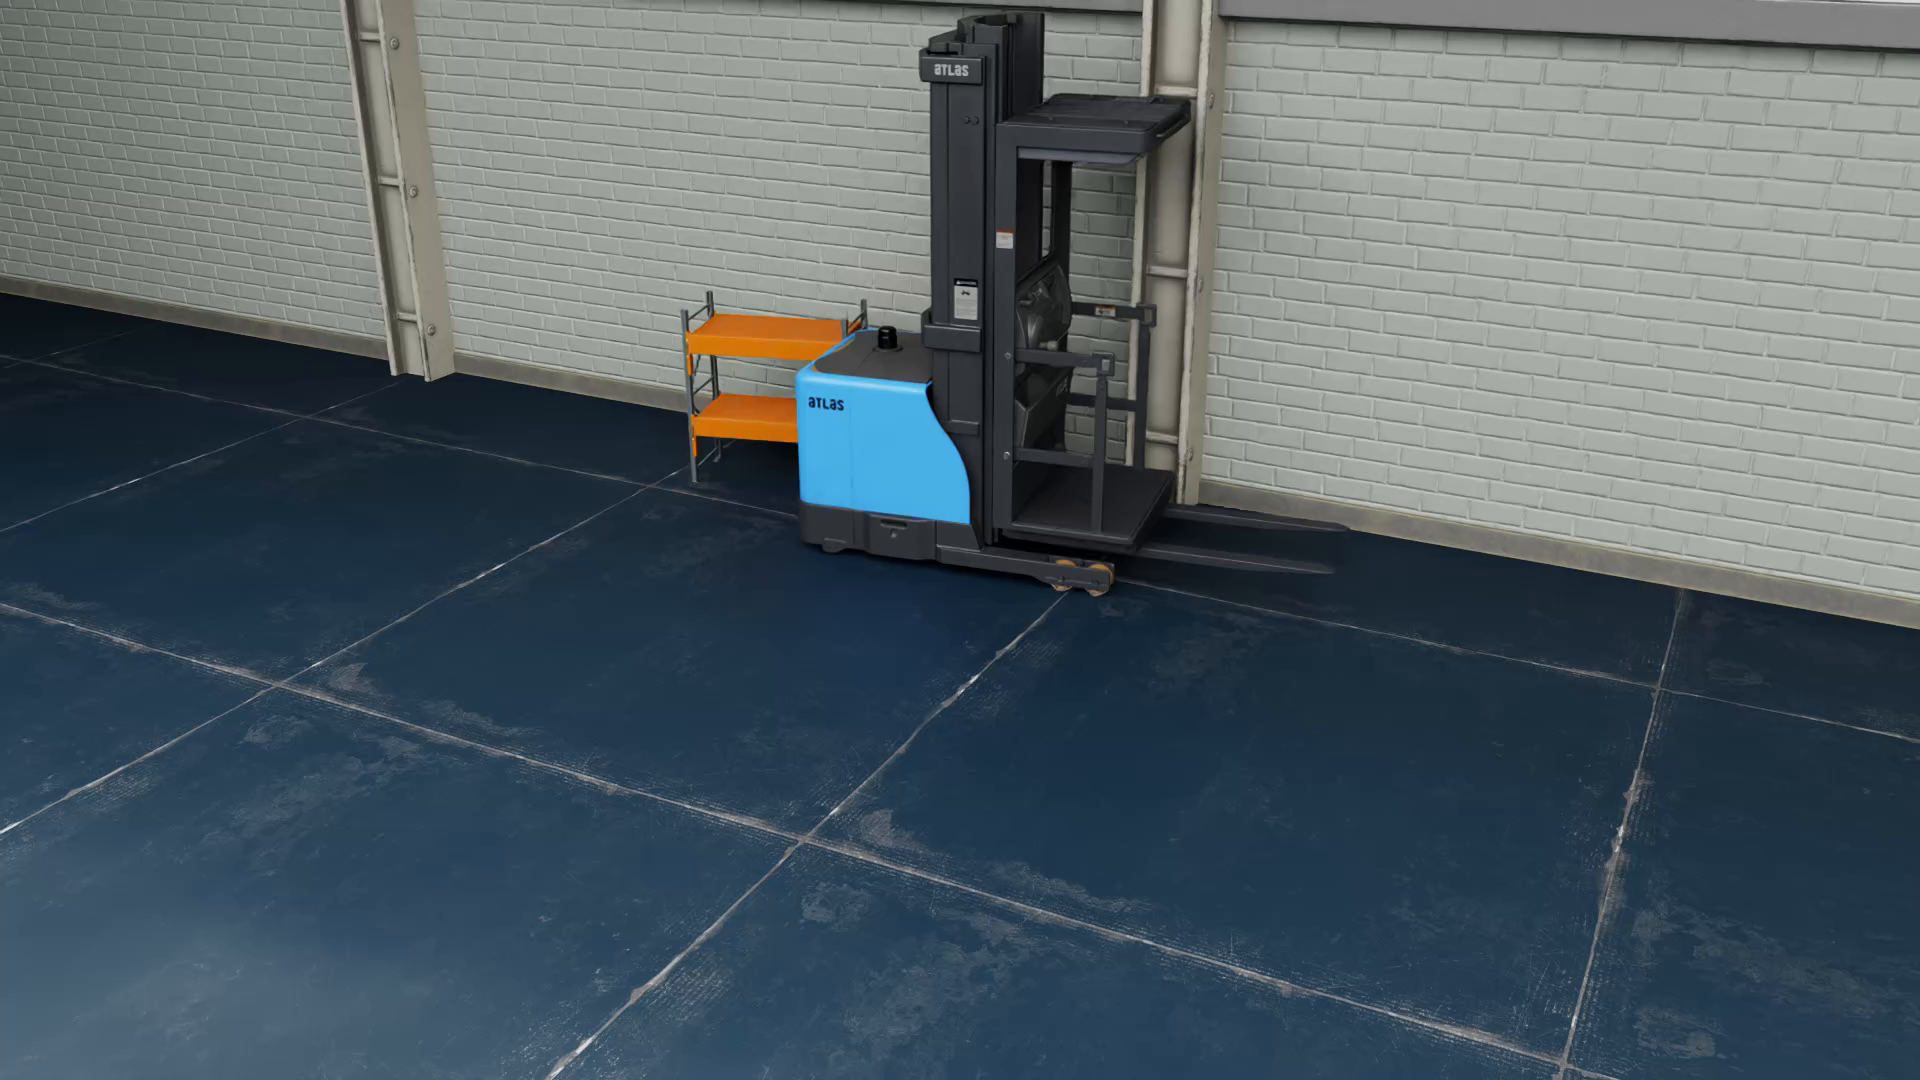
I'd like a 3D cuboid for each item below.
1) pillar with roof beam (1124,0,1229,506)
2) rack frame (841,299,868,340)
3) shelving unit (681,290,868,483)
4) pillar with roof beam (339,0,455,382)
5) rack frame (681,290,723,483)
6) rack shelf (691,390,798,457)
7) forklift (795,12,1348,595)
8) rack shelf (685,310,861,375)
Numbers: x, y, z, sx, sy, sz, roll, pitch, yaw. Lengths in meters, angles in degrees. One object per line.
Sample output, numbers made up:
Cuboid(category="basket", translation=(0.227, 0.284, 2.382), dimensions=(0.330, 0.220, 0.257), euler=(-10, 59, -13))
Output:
Cuboid(category="pillar with roof beam", translation=(-0.700, -2.862, 4.982), dimensions=(0.400, 9.000, 9.100), euler=(11, 25, 25))
Cuboid(category="rack frame", translation=(-0.649, -0.900, 10.429), dimensions=(0.032, 1.125, 0.500), euler=(5, 23, 11))
Cuboid(category="shelving unit", translation=(-1.147, -0.941, 10.524), dimensions=(1.048, 1.125, 0.538), euler=(5, 23, 11))
Cuboid(category="pillar with roof beam", translation=(-6.055, -3.922, 7.473), dimensions=(0.400, 9.000, 9.100), euler=(11, 25, 25))
Cuboid(category="rack frame", translation=(-1.644, -0.981, 10.620), dimensions=(0.032, 1.125, 0.500), euler=(5, 23, 11))
Cuboid(category="rack shelf", translation=(-1.147, -0.716, 10.620), dimensions=(1.000, 0.278, 0.538), euler=(5, 23, 11))
Cuboid(category="forklift", translation=(0.644, -1.282, 9.020), dimensions=(3.031, 2.935, 1.130), euler=(8, 24, 17))
Cuboid(category="rack shelf", translation=(-1.147, -1.210, 10.410), dimensions=(1.000, 0.278, 0.538), euler=(5, 23, 11))
